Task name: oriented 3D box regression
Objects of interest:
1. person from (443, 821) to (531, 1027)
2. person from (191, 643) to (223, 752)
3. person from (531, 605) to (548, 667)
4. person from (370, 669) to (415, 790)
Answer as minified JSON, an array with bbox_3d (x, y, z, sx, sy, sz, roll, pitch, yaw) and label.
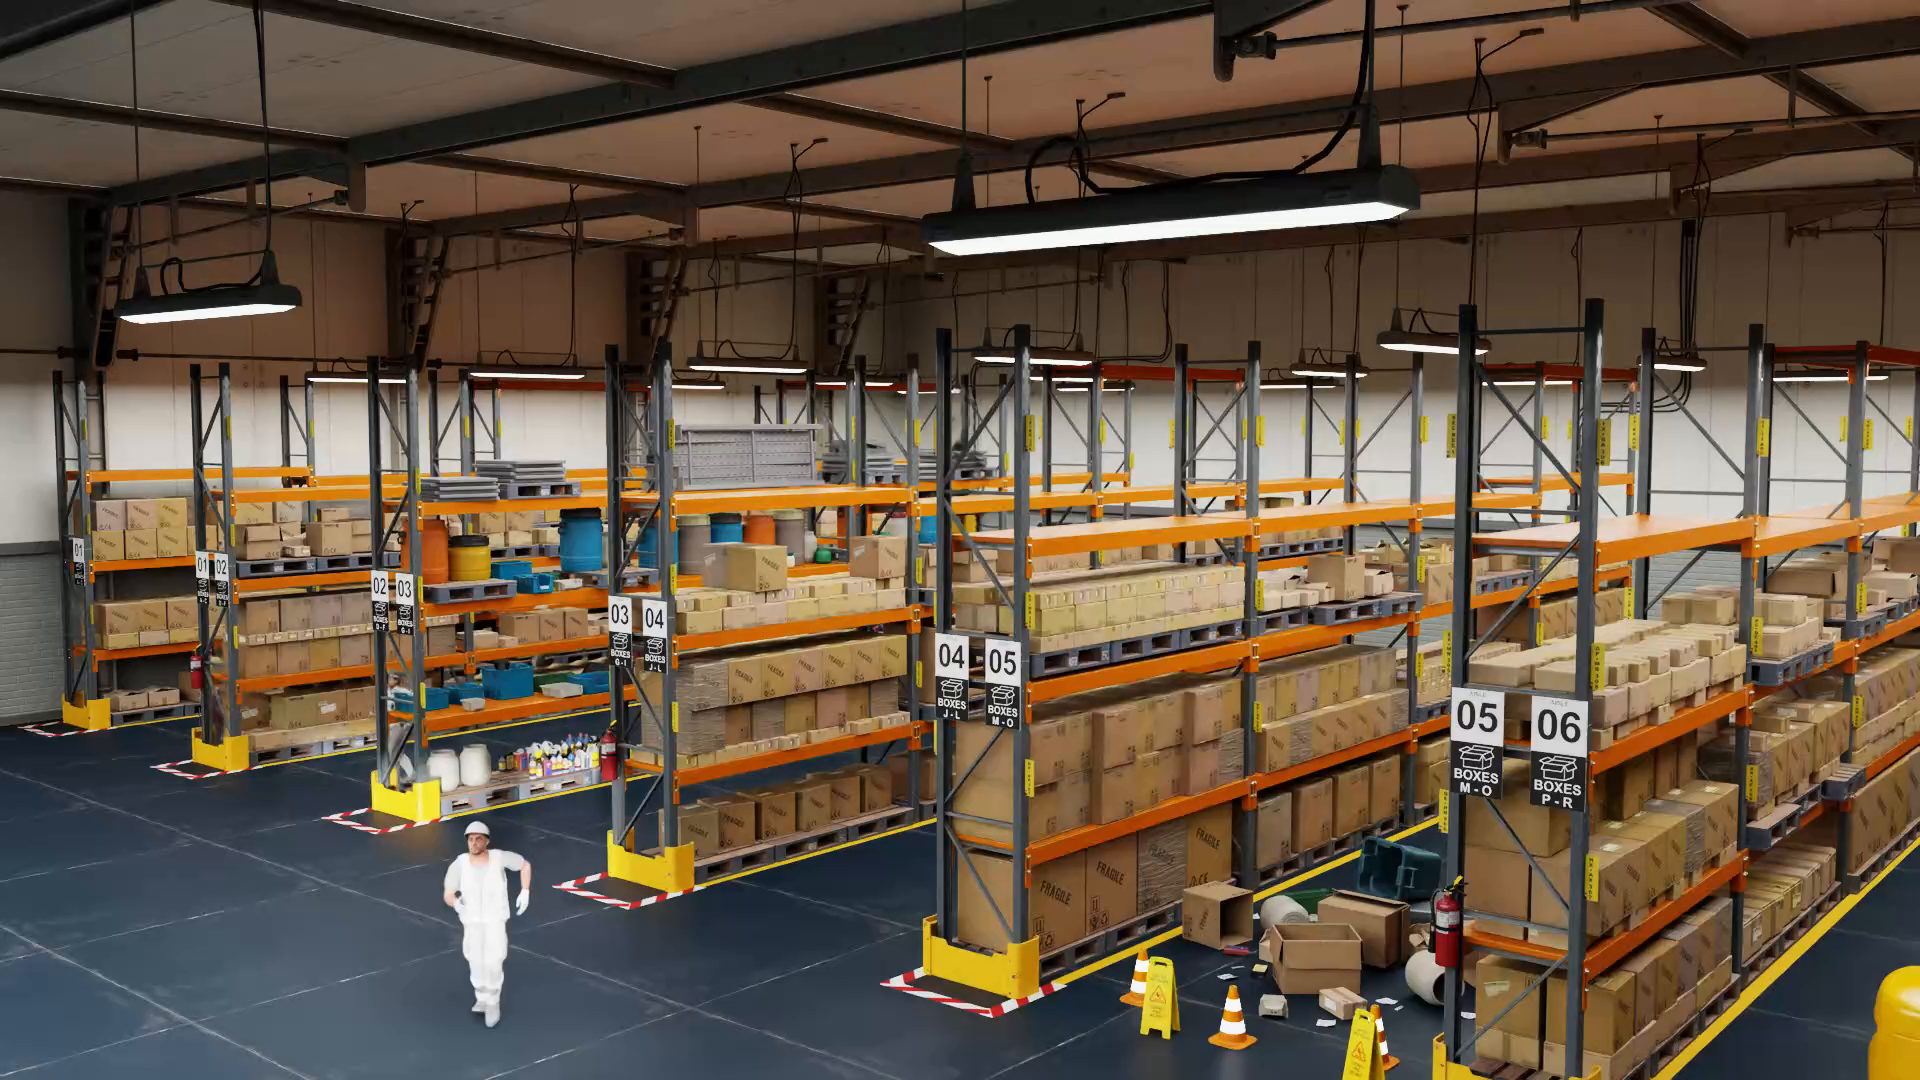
[{"bbox_3d":[-4.018,3.246,14.113,0.679,1.755,0.862,0,4,-4],"label":"person"},{"bbox_3d":[-11.820,2.431,26.255,0.612,1.699,0.892,3,5,33],"label":"person"},{"bbox_3d":[-7.842,2.055,31.164,0.712,1.754,0.932,3,5,40],"label":"person"},{"bbox_3d":[-7.891,2.654,23.232,0.590,1.740,0.726,3,5,34],"label":"person"}]
